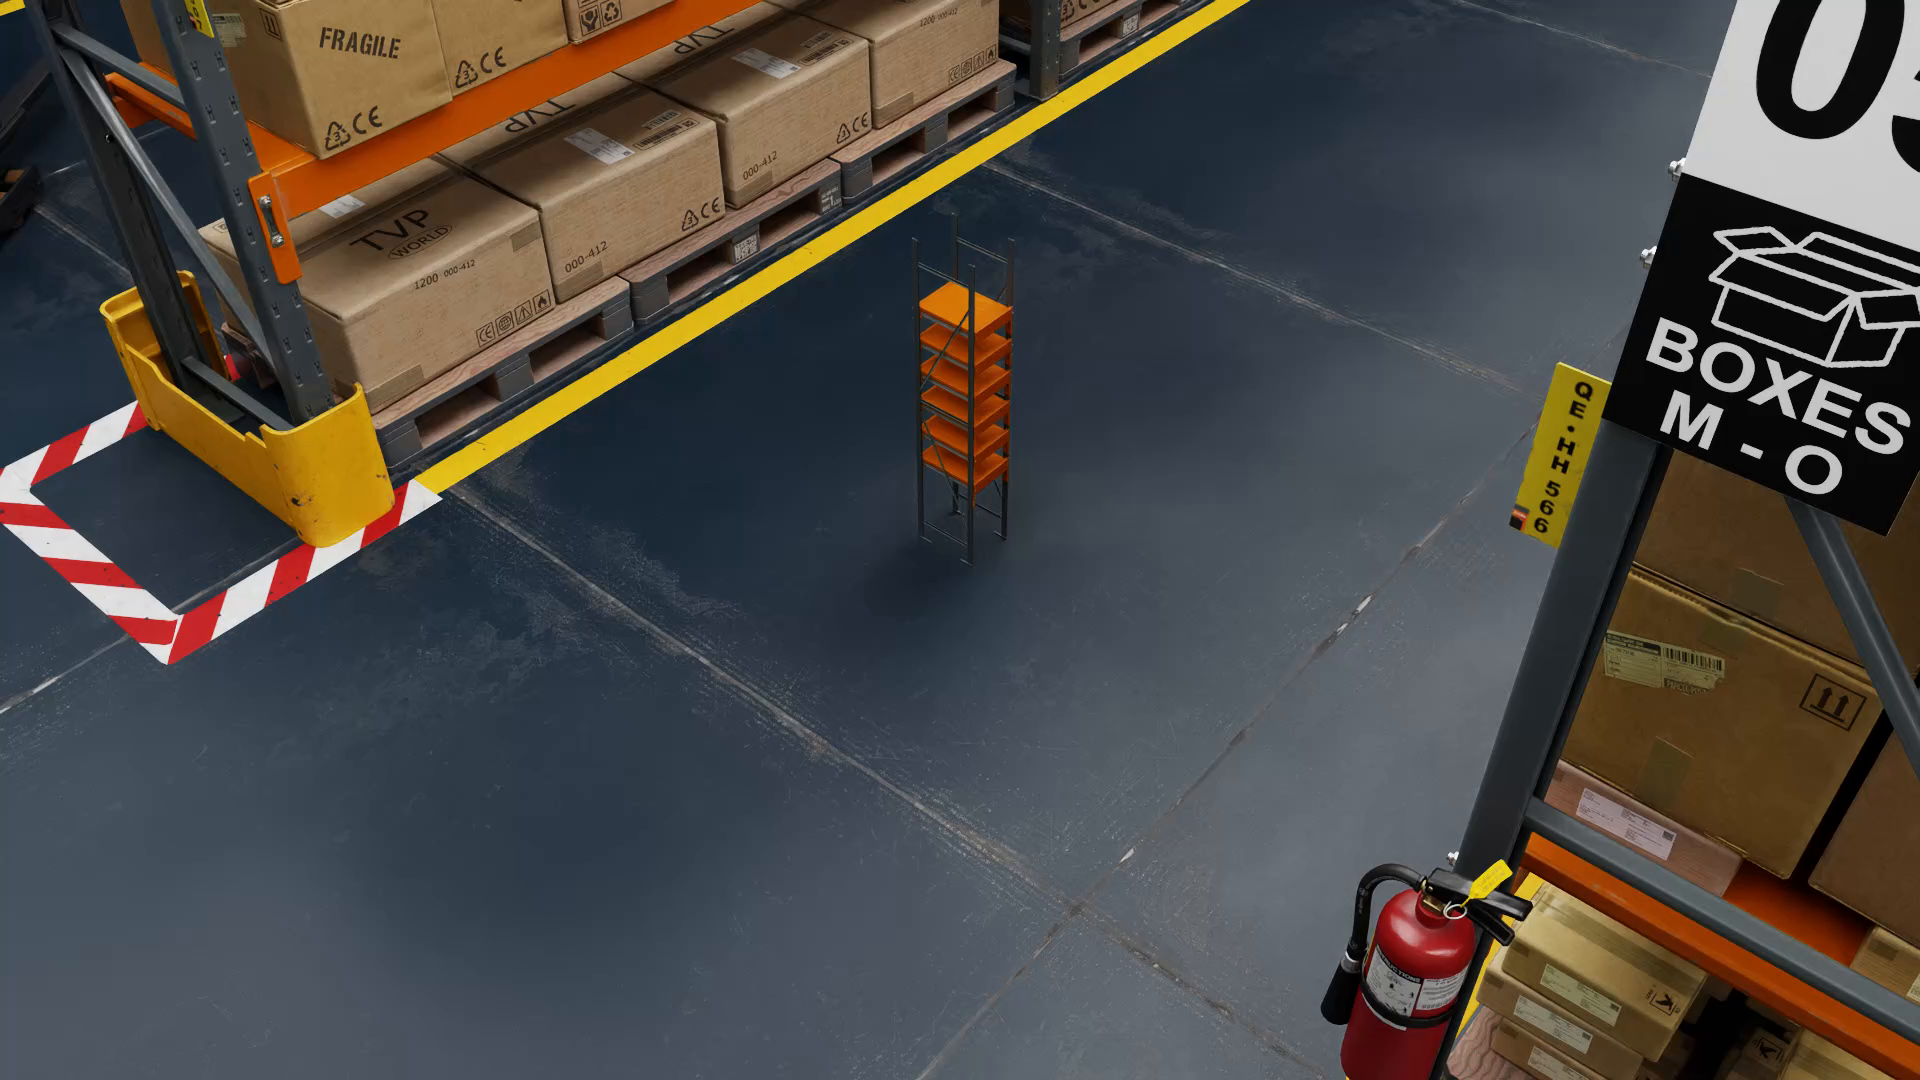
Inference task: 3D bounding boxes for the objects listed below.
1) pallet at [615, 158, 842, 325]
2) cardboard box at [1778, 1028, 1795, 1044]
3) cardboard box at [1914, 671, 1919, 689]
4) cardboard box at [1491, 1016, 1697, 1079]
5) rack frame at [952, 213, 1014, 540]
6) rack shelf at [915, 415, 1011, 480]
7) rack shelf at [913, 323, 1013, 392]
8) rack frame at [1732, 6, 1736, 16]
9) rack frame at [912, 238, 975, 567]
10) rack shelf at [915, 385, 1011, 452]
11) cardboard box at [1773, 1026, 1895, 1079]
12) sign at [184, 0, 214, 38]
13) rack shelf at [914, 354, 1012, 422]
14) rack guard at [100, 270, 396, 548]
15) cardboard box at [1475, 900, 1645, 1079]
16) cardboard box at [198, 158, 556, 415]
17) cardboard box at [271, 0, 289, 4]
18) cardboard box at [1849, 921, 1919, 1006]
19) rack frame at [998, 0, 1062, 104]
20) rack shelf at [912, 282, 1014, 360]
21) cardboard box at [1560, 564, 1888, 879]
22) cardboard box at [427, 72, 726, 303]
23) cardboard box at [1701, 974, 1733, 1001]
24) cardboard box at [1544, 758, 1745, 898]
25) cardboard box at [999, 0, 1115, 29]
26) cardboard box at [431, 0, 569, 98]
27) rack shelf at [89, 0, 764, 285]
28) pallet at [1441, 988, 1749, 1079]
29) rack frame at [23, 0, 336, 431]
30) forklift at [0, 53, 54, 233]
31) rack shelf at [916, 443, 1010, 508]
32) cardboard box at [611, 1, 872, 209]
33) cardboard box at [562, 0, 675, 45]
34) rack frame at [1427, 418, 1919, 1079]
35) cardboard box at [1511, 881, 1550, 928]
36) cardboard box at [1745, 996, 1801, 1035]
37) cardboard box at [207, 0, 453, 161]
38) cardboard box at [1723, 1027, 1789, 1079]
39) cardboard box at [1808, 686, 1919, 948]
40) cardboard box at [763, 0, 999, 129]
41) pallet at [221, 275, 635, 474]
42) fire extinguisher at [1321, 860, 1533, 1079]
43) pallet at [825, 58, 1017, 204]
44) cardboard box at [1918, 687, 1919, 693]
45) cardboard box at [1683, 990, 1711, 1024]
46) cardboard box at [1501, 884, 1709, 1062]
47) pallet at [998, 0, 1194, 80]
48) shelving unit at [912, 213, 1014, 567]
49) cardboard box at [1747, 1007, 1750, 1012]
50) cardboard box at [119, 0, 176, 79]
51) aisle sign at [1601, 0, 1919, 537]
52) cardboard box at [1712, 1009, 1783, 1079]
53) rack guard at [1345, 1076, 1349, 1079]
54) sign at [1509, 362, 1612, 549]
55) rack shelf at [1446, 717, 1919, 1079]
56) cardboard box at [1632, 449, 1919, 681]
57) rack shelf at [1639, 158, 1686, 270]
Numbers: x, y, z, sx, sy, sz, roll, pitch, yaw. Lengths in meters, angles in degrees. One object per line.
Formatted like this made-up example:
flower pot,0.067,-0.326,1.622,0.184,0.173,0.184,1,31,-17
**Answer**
pallet,-1.274,-1.457,7.196,1.003,0.211,1.213,29,50,28
cardboard box,2.092,1.187,3.800,0.380,0.149,0.250,29,50,28
cardboard box,2.165,0.128,3.084,0.500,0.500,0.500,30,50,29
cardboard box,1.519,1.211,3.995,0.380,0.149,0.250,30,50,29
rack frame,0.068,-0.498,5.406,0.240,1.200,0.006,29,50,28
rack shelf,0.009,-0.330,5.465,0.258,0.103,0.180,29,50,28
rack shelf,0.009,-0.596,5.223,0.258,0.103,0.180,29,50,28
rack frame,1.339,-1.546,0.762,1.000,3.000,0.127,29,50,28
rack frame,-0.050,-0.404,5.303,0.240,1.200,0.006,29,50,28
rack shelf,0.009,-0.419,5.384,0.258,0.103,0.180,29,50,28
cardboard box,1.937,1.230,3.532,0.380,0.149,0.250,27,49,27
sign,-2.093,-1.524,4.494,0.100,0.325,0.005,29,50,28
rack shelf,0.009,-0.507,5.304,0.258,0.103,0.180,29,50,28
rack guard,-2.530,-0.481,5.907,1.175,0.500,0.348,29,50,28
cardboard box,1.461,1.067,3.932,0.380,0.149,0.250,28,49,27
cardboard box,-2.166,-1.008,6.222,0.875,0.438,0.875,28,49,27
cardboard box,-1.987,-1.949,4.846,0.500,0.500,0.500,28,49,28
cardboard box,1.799,0.741,2.892,0.380,0.149,0.250,29,50,28
rack frame,0.060,-3.477,7.345,1.000,3.000,0.127,29,50,28
rack shelf,0.009,-0.685,5.142,0.258,0.103,0.180,29,50,28
cardboard box,1.432,0.183,3.023,0.500,0.500,0.500,31,50,29
cardboard box,-1.584,-1.483,6.744,0.875,0.438,0.875,31,51,29
cardboard box,1.692,0.866,3.933,0.380,0.149,0.250,30,50,29
cardboard box,1.333,0.476,3.184,0.380,0.149,0.250,30,50,28
cardboard box,0.398,-3.201,8.308,0.875,0.875,0.875,31,51,30
cardboard box,-1.681,-1.850,5.481,0.500,0.500,0.500,29,50,28
rack shelf,-1.227,-2.182,6.454,1.077,0.370,4.000,29,50,28
pallet,1.938,1.263,4.204,1.003,0.211,1.213,29,50,28
rack frame,-2.514,-1.418,5.080,1.000,3.000,0.127,29,50,28
forklift,-4.640,-2.394,6.204,1.130,2.935,3.031,0,42,0
rack shelf,0.009,-0.241,5.546,0.258,0.103,0.180,29,50,28
cardboard box,-1.002,-1.947,7.254,0.875,0.438,0.875,28,49,27
cardboard box,-1.340,-2.104,5.760,0.500,0.500,0.500,29,50,28
rack frame,1.339,0.673,2.780,1.000,3.000,0.127,29,50,28
cardboard box,1.606,1.035,4.189,0.380,0.149,0.250,31,51,30
cardboard box,2.022,1.036,3.746,0.380,0.149,0.250,30,50,29
cardboard box,-1.986,-1.578,5.181,0.500,0.500,0.500,29,50,28
cardboard box,1.873,1.304,3.672,0.380,0.149,0.250,32,51,30
cardboard box,1.840,0.415,2.769,0.500,0.500,0.500,32,51,30
cardboard box,-0.426,-2.408,7.761,0.875,0.438,0.875,29,50,28
pallet,-2.060,-0.832,6.508,1.003,0.211,1.213,29,50,28
fire extinguisher,0.824,0.770,3.008,0.296,0.674,0.183,29,50,28
pallet,-0.489,-2.088,7.890,1.003,0.211,1.213,29,50,28
cardboard box,1.831,0.040,2.438,0.500,0.500,0.500,29,50,28
cardboard box,1.670,0.956,4.055,0.380,0.149,0.250,28,49,28
cardboard box,1.486,0.970,3.818,0.380,0.149,0.250,30,50,29
pallet,0.499,-2.876,8.756,1.003,0.211,1.213,29,50,28
shelving unit,0.009,-0.451,5.355,0.258,1.200,0.189,29,50,28
cardboard box,2.182,1.140,4.073,0.380,0.149,0.250,30,50,29
cardboard box,-2.407,-1.818,5.445,0.500,0.500,0.500,30,50,29
aisle sign,1.063,-0.381,2.007,0.394,0.787,0.004,29,50,28
cardboard box,2.027,1.271,3.929,0.380,0.149,0.250,29,50,28
rack guard,1.388,1.559,3.664,1.175,0.500,0.348,29,50,28
sign,0.927,-0.123,2.560,0.100,0.325,0.005,29,50,28
rack shelf,2.627,-0.090,4.154,1.077,0.370,4.000,29,50,28
cardboard box,1.443,-0.187,2.687,0.500,0.500,0.500,28,49,28
rack shelf,2.627,-1.200,3.145,1.077,0.370,4.000,29,50,28
